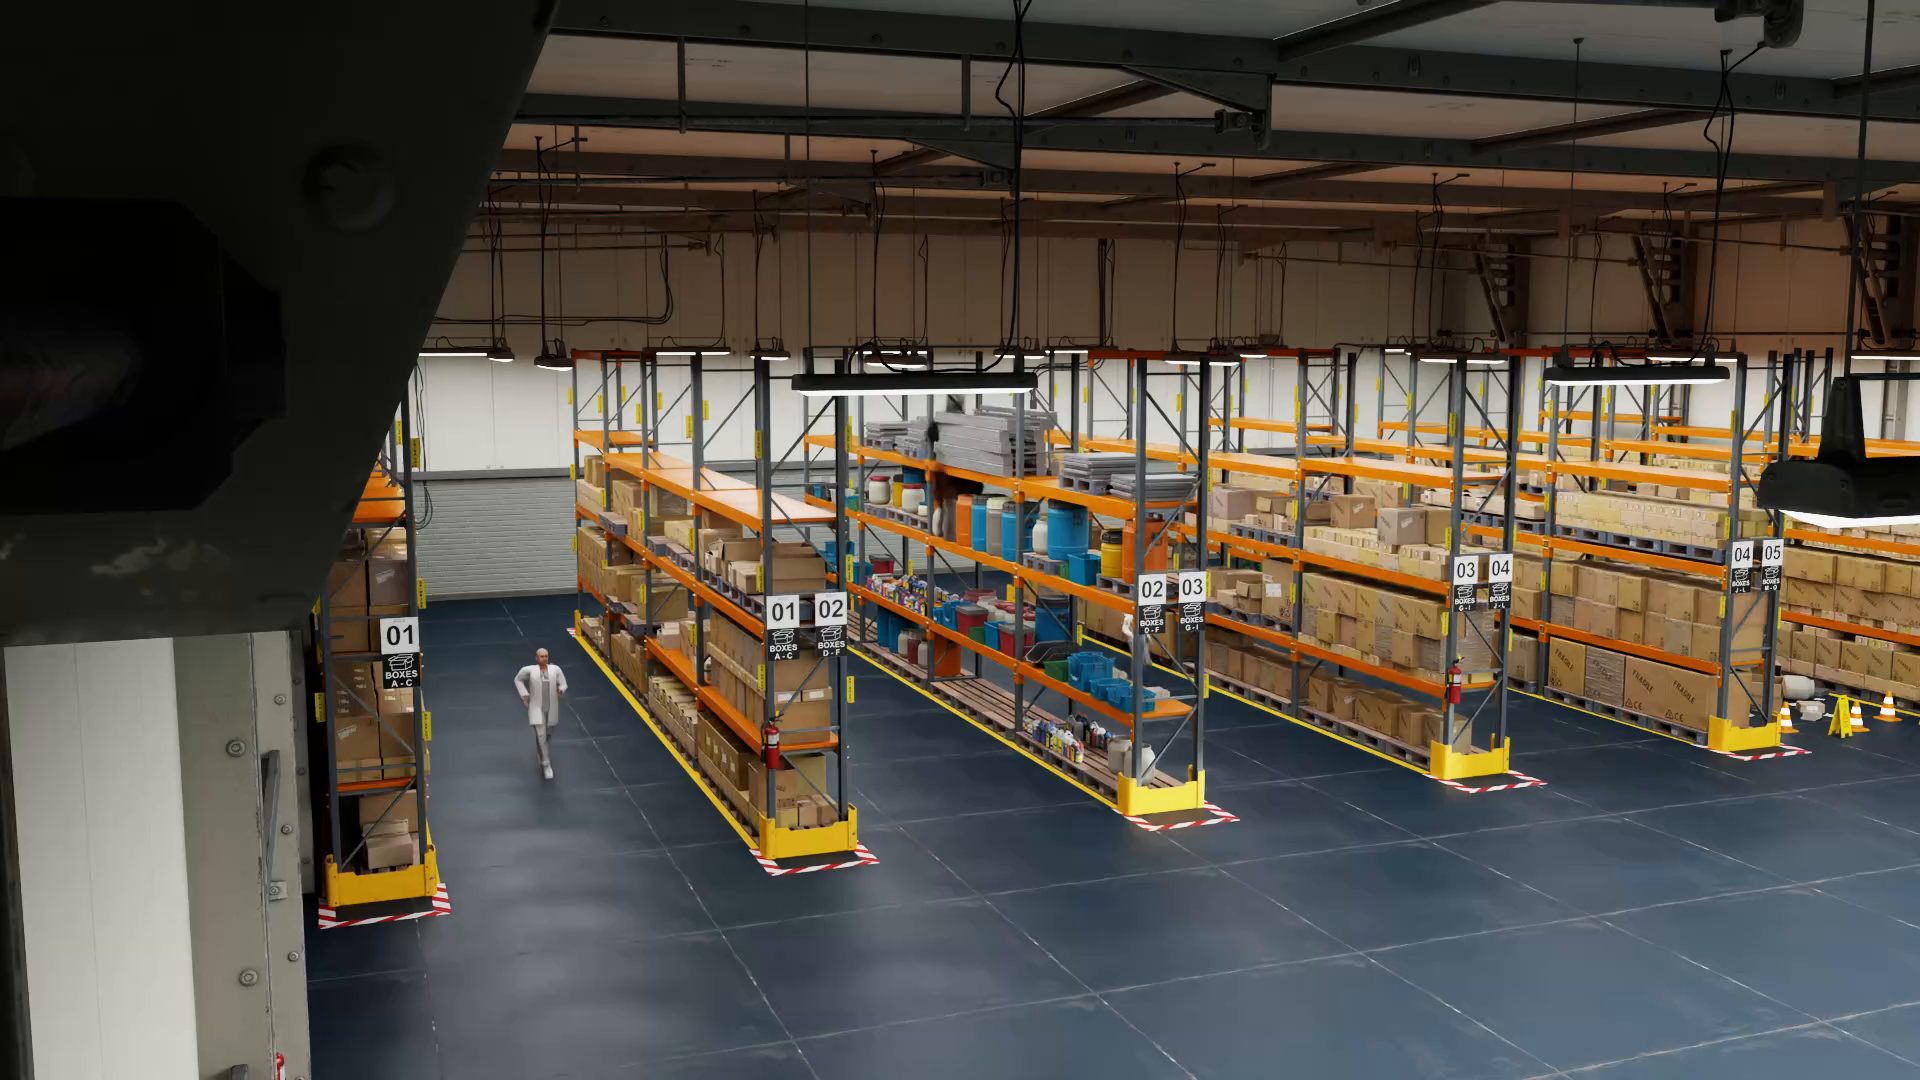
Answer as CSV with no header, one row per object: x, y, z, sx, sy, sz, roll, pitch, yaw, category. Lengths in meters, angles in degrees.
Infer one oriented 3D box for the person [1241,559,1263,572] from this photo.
7.289,0.364,41.219,0.768,1.846,0.690,5,8,33,person

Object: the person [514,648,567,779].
-6.023,2.454,24.033,0.705,1.802,1.046,-4,8,-29,person

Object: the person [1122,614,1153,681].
3.196,1.830,29.679,0.612,1.658,0.524,-3,8,-23,person
